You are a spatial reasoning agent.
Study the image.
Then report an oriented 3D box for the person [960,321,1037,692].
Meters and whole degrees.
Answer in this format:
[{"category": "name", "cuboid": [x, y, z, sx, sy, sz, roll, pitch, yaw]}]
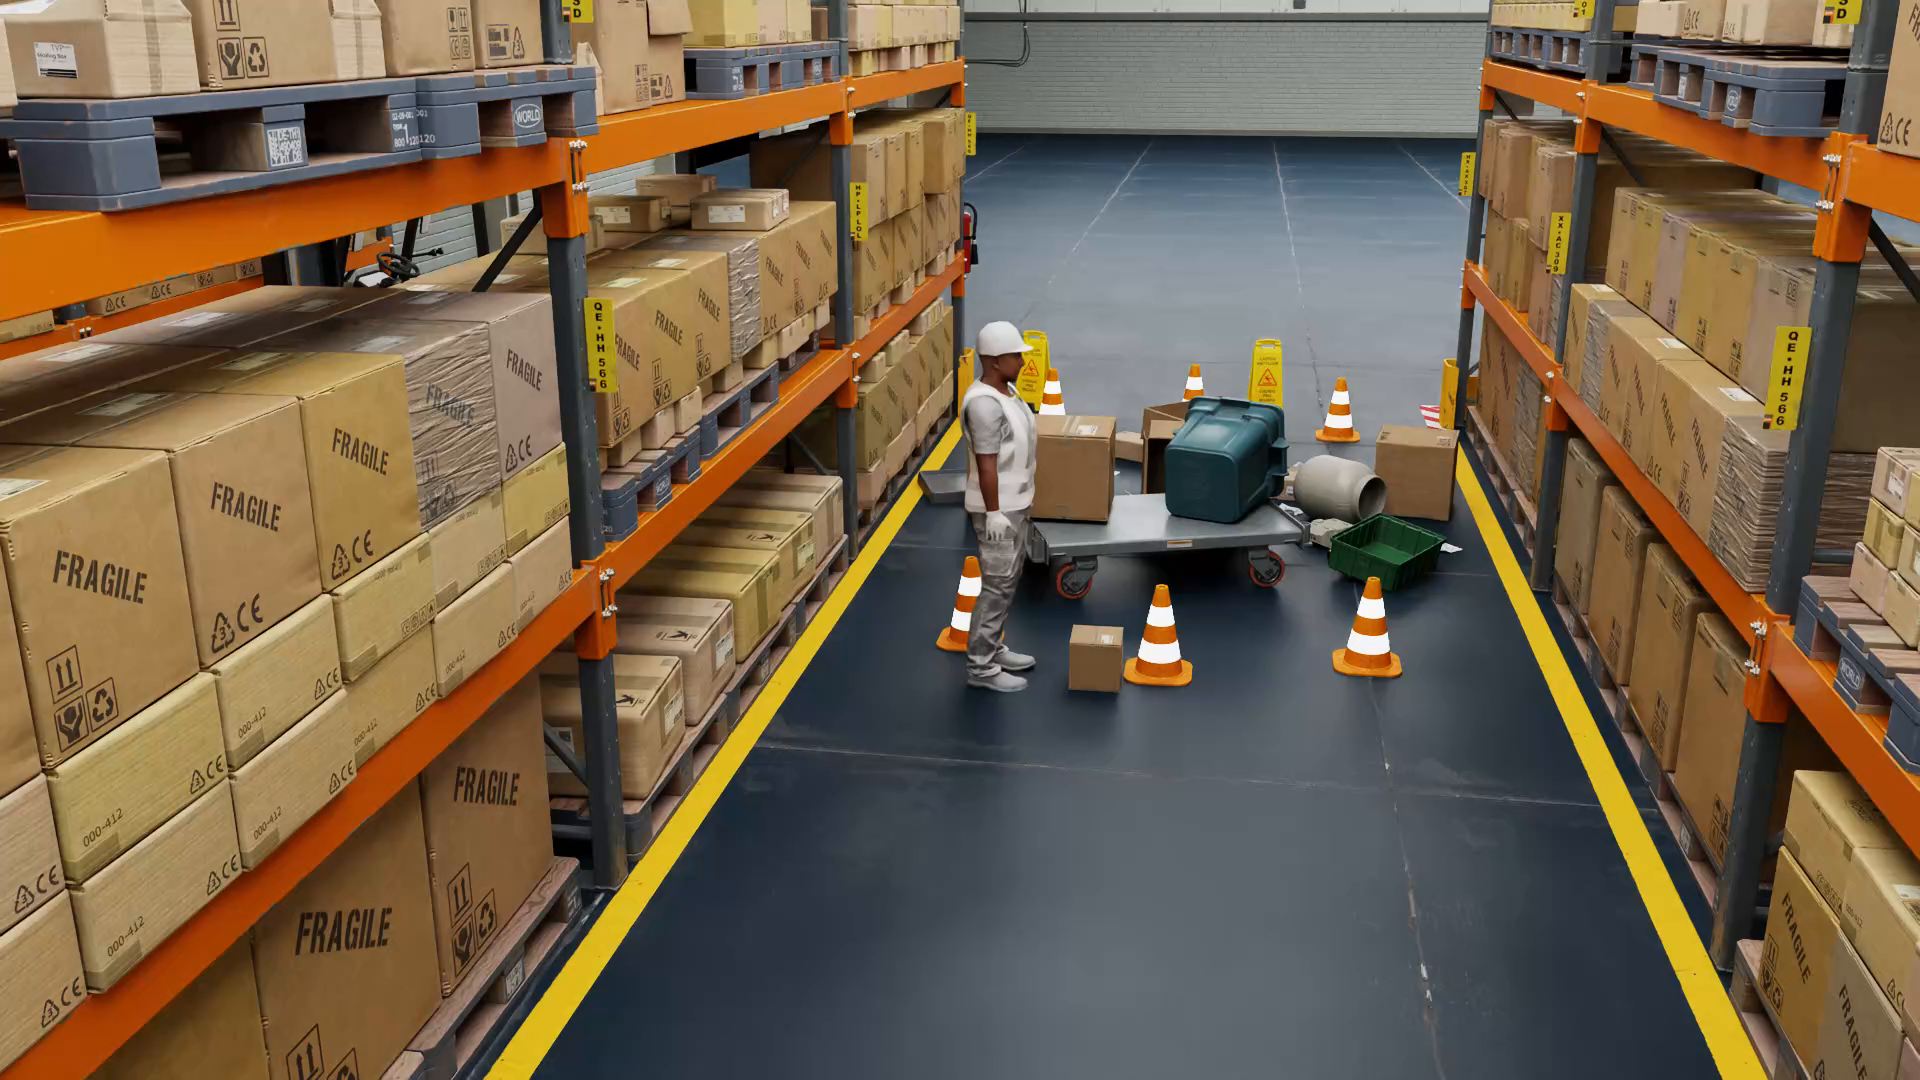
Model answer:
[{"category": "person", "cuboid": [0.191, -0.171, 8.069, 0.352, 1.786, 0.547, 3, 18, 9]}]
